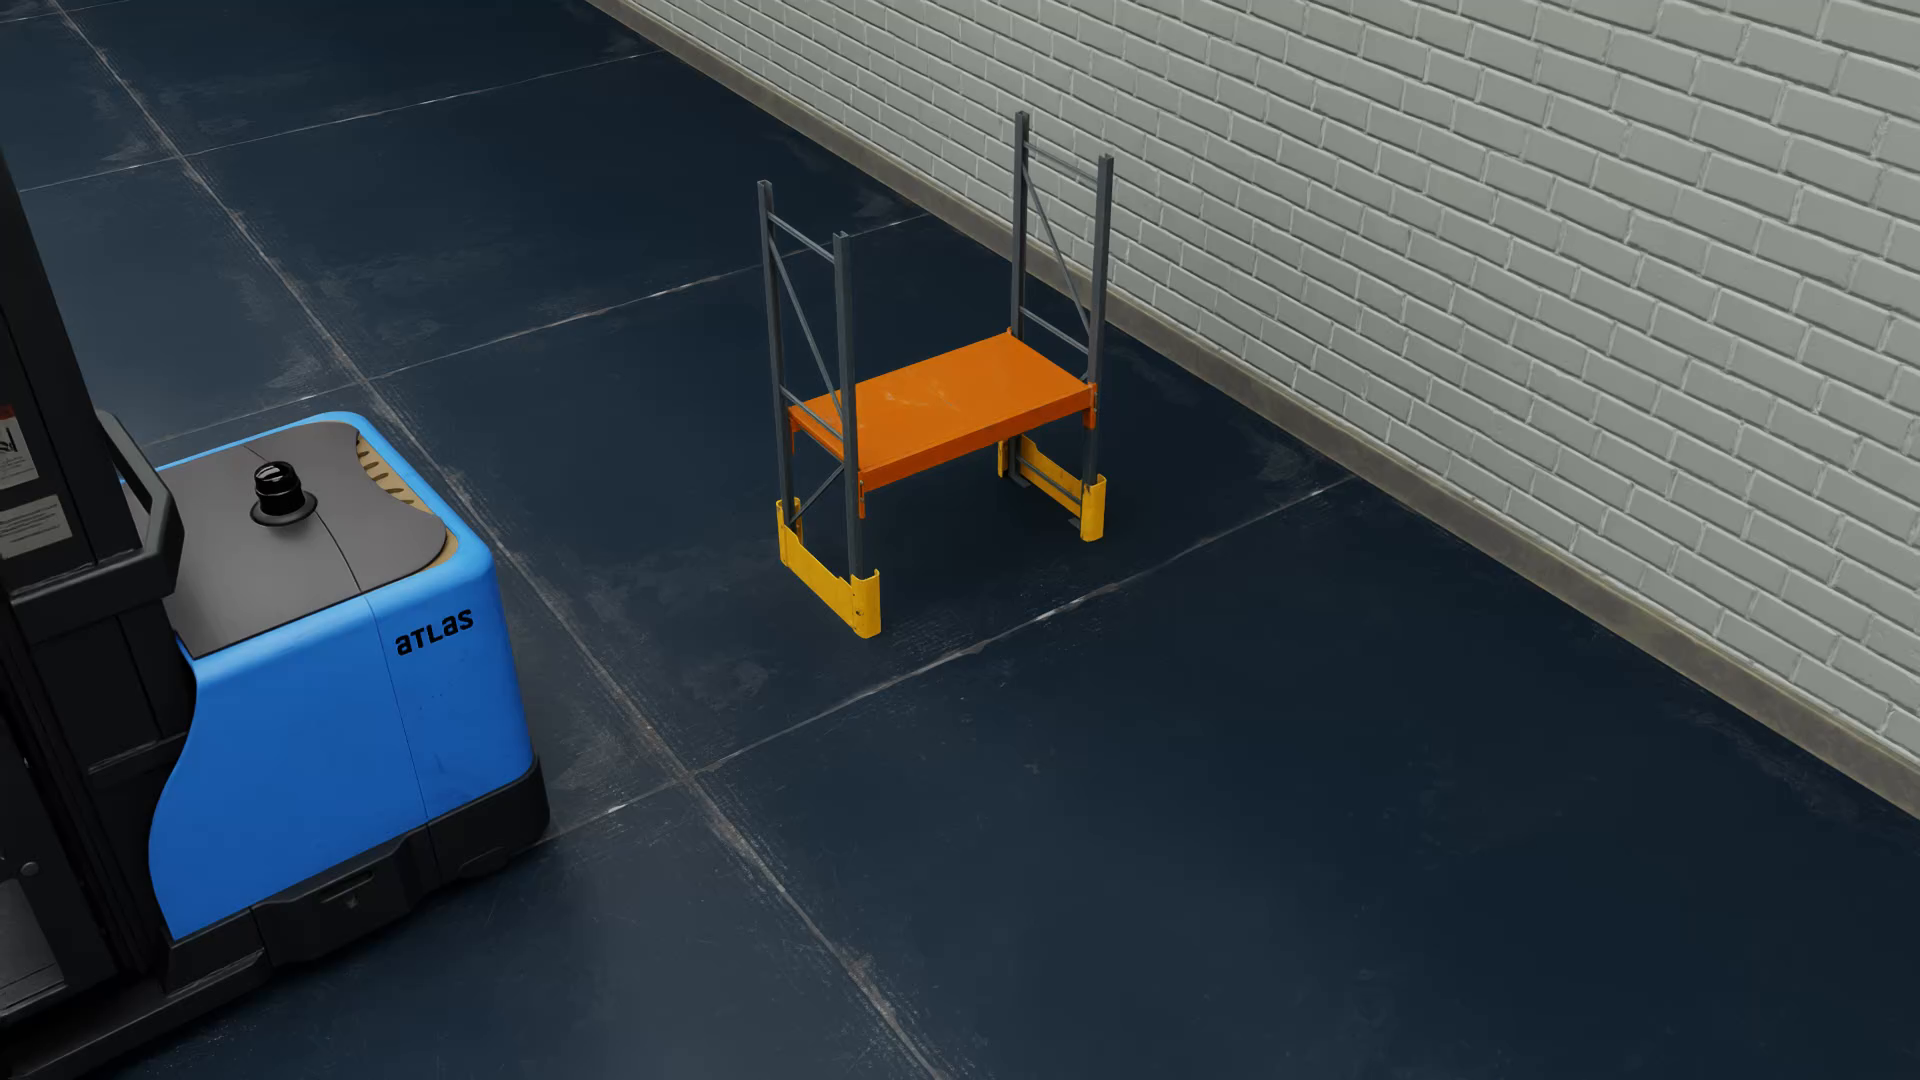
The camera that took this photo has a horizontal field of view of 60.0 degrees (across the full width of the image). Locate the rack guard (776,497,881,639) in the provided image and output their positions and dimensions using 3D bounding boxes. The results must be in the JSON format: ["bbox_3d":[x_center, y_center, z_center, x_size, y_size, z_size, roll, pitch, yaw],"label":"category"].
[{"bbox_3d":[-0.469,0.092,5.908,0.087,0.250,0.587,-22,41,-28],"label":"rack guard"}]

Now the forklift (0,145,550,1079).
[{"bbox_3d":[-2.695,0.026,3.704,3.031,2.935,1.130,-25,42,-30],"label":"forklift"}]

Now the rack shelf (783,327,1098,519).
[{"bbox_3d":[-0.070,-0.434,5.877,1.000,0.185,0.538,-22,41,-28],"label":"rack shelf"}]

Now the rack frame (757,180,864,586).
[{"bbox_3d":[-0.485,-0.409,5.534,0.032,1.500,0.500,-22,41,-28],"label":"rack frame"}]

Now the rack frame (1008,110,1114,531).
[{"bbox_3d":[0.346,-0.751,6.010,0.032,1.500,0.500,-22,41,-28],"label":"rack frame"}]

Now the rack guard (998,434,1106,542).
[{"bbox_3d":[0.345,-0.243,6.374,0.087,0.250,0.587,-22,41,-28],"label":"rack guard"}]

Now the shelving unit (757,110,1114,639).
[{"bbox_3d":[-0.062,-0.583,5.776,1.083,1.500,0.587,-22,41,-28],"label":"shelving unit"}]
